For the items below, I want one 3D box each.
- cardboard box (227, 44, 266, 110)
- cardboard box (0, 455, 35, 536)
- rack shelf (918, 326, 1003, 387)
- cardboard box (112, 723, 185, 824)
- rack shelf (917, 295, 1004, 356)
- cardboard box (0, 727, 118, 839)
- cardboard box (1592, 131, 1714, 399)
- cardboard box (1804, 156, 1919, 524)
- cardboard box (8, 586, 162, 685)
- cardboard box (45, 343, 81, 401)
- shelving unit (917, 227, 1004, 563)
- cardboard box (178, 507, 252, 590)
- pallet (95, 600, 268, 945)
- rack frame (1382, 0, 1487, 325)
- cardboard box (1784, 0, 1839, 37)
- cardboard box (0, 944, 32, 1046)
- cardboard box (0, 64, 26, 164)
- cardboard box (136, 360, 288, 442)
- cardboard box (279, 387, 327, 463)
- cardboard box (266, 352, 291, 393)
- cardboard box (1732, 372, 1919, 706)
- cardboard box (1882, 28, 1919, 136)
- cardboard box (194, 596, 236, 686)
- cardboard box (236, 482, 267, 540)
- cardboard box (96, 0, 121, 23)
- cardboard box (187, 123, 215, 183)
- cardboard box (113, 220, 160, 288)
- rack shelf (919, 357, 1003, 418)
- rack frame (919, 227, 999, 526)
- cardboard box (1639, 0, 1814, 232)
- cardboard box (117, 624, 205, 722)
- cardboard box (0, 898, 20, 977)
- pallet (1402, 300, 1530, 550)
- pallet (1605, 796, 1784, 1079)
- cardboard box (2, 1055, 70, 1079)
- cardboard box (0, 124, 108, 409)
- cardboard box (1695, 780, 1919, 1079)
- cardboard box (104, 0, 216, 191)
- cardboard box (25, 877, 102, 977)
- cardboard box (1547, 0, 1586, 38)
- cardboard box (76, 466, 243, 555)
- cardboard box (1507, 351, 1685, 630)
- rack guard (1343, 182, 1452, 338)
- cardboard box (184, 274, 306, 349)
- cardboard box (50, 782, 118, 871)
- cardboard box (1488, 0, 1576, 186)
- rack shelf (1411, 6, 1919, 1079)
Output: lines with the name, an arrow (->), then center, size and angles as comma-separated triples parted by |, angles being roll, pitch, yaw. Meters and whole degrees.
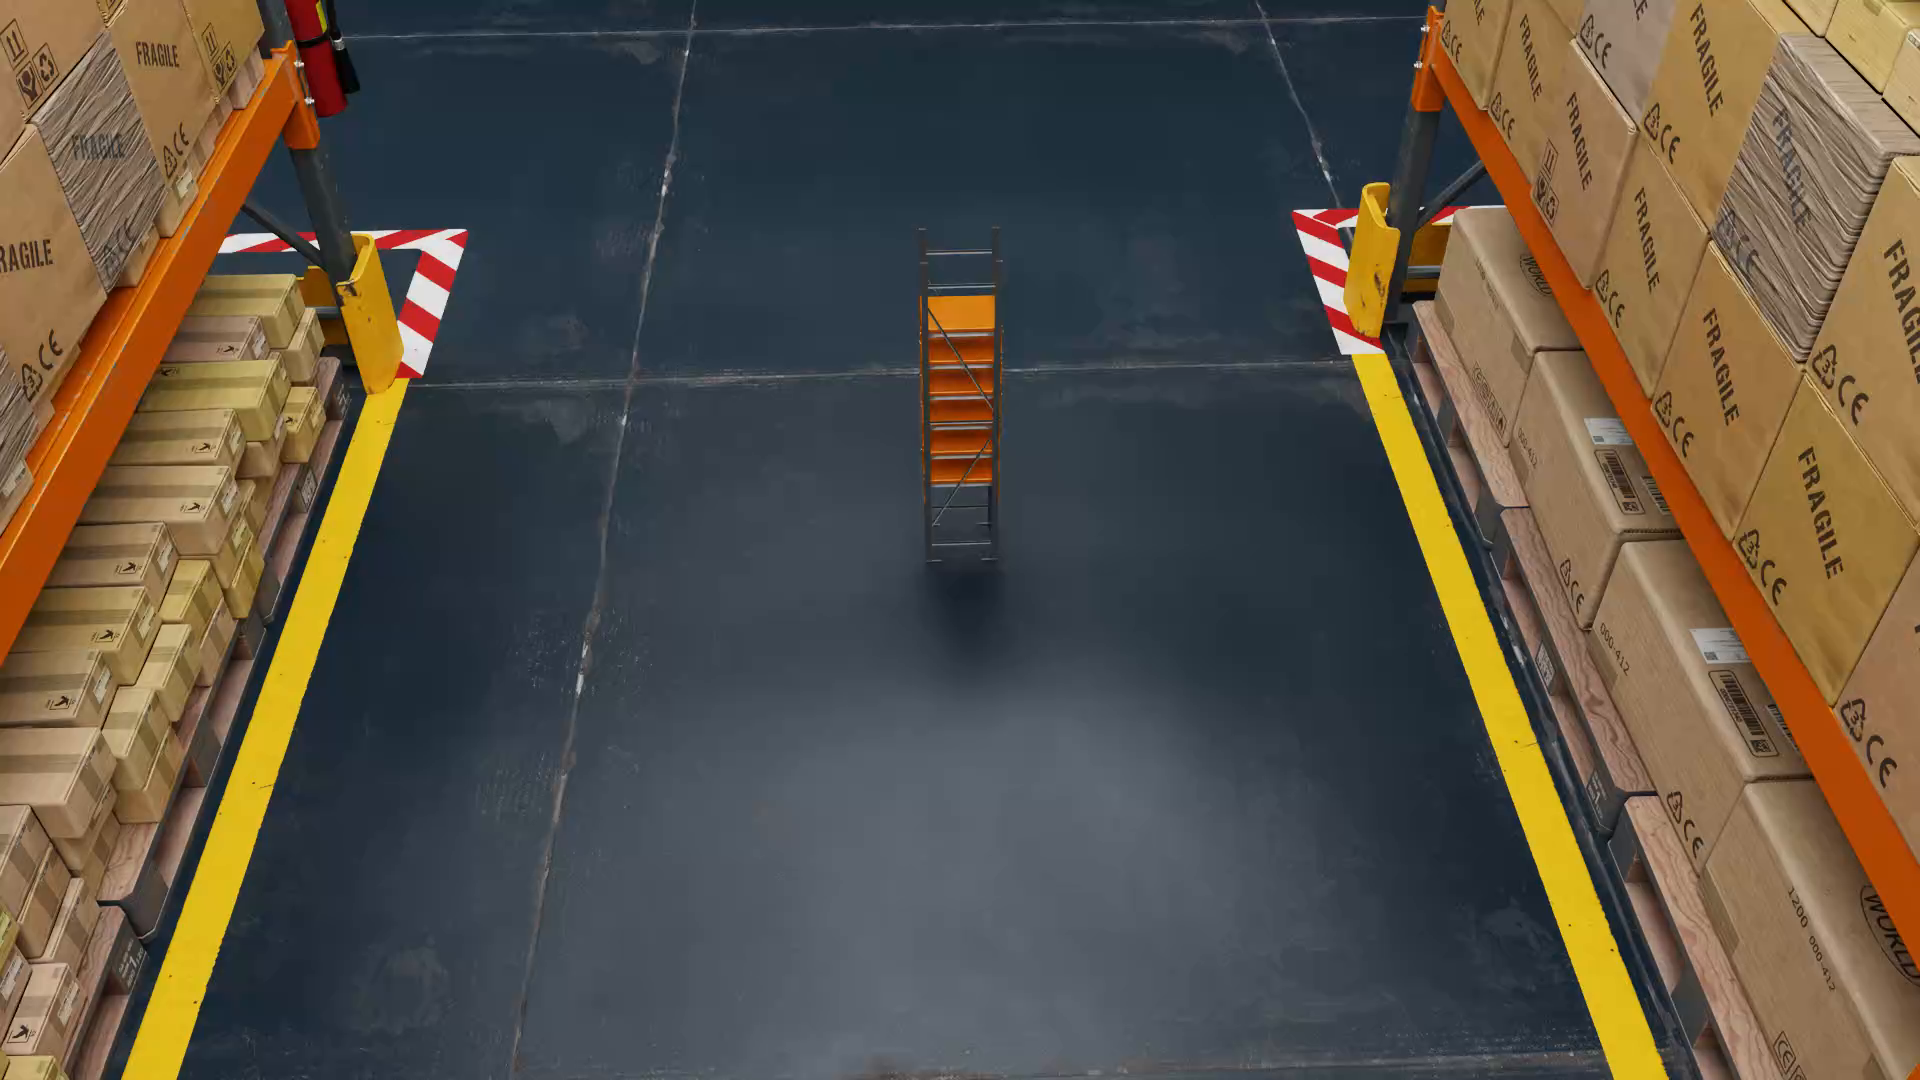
cardboard box -> -2.482, -1.510, 5.364 | 0.380, 0.149, 0.250 | -2, 43, -2
cardboard box -> -2.398, -0.110, 3.836 | 0.380, 0.149, 0.250 | 0, 43, 0
rack shelf -> 0.001, -0.577, 5.202 | 0.258, 0.103, 0.180 | -2, 43, -2
cardboard box -> -2.398, 0.652, 4.618 | 0.380, 0.149, 0.250 | -3, 43, -3
rack shelf -> 0.001, -0.665, 5.121 | 0.258, 0.103, 0.180 | -2, 43, -2
cardboard box -> -2.391, 0.617, 4.216 | 0.380, 0.149, 0.250 | -1, 43, -1
cardboard box -> 1.988, -0.708, 4.228 | 0.500, 0.500, 0.500 | 0, 43, 0
cardboard box -> 2.024, -0.384, 3.135 | 0.500, 0.500, 0.500 | -2, 43, -2
cardboard box -> -2.457, 0.268, 4.597 | 0.380, 0.149, 0.250 | -1, 43, -2
cardboard box -> -2.487, -0.460, 4.217 | 0.380, 0.149, 0.250 | -1, 43, -1
shelving unit -> 0.001, -0.433, 5.334 | 0.258, 1.200, 0.189 | -2, 43, -2
cardboard box -> -2.412, 0.020, 5.088 | 0.380, 0.149, 0.250 | -1, 43, -1
pallet -> -2.727, 0.635, 4.901 | 1.003, 0.211, 1.213 | -2, 43, -2
rack frame -> 2.163, -2.025, 5.740 | 1.000, 3.000, 0.127 | -2, 43, -2
cardboard box -> 1.986, -1.199, 3.544 | 0.380, 0.149, 0.250 | -2, 43, -2
cardboard box -> -2.451, 1.086, 3.924 | 0.380, 0.149, 0.250 | -2, 43, -2
cardboard box -> -2.432, -0.978, 3.563 | 0.500, 0.500, 0.500 | -3, 43, -3
cardboard box -> -2.411, -0.446, 5.375 | 0.380, 0.149, 0.250 | -3, 43, -3
cardboard box -> -2.435, -0.399, 5.764 | 0.380, 0.149, 0.250 | 0, 43, 0
cardboard box -> -2.513, -0.502, 5.657 | 0.380, 0.149, 0.250 | -3, 43, -3
cardboard box -> 2.031, -0.015, 3.472 | 0.500, 0.500, 0.500 | -3, 43, -3
cardboard box -> 2.023, -0.856, 3.170 | 0.380, 0.149, 0.250 | -2, 43, -2
cardboard box -> -2.421, 0.304, 4.998 | 0.380, 0.149, 0.250 | -1, 43, -1
cardboard box -> -2.486, -0.052, 5.385 | 0.380, 0.149, 0.250 | -1, 43, -1
cardboard box -> -2.489, -1.686, 4.336 | 0.500, 0.500, 0.500 | -3, 43, -3
cardboard box -> -2.483, -1.173, 4.995 | 0.380, 0.149, 0.250 | -2, 43, -2
cardboard box -> -2.467, -0.822, 4.613 | 0.380, 0.149, 0.250 | -3, 43, -4
rack shelf -> 0.001, -0.488, 5.283 | 0.258, 0.103, 0.180 | -2, 43, -2
rack frame -> -0.003, -0.494, 5.401 | 0.240, 1.200, 0.006 | -2, 43, -2
cardboard box -> 1.980, -1.066, 3.879 | 0.500, 0.500, 0.500 | -1, 43, -2
cardboard box -> -2.380, 0.378, 4.696 | 0.380, 0.149, 0.250 | -1, 43, -1
cardboard box -> -2.428, 0.967, 3.834 | 0.380, 0.149, 0.250 | -2, 43, -2
pallet -> 2.275, -0.460, 6.095 | 1.003, 0.211, 1.213 | -2, 43, -2
pallet -> 2.379, 1.187, 4.298 | 1.003, 0.211, 1.213 | -2, 43, -2
cardboard box -> -2.314, 1.347, 3.860 | 0.380, 0.149, 0.250 | 0, 43, -1
cardboard box -> -2.443, -0.639, 3.933 | 0.500, 0.500, 0.500 | 0, 43, 0
cardboard box -> 2.414, 1.038, 3.983 | 0.875, 0.438, 0.875 | -2, 43, -2
cardboard box -> -2.485, -1.318, 4.674 | 0.500, 0.500, 0.500 | -2, 43, -2
cardboard box -> -2.437, 1.011, 4.227 | 0.380, 0.149, 0.250 | -2, 43, -3
cardboard box -> 1.928, -1.750, 4.625 | 0.500, 0.500, 0.500 | -3, 43, -3
cardboard box -> -2.396, -0.089, 4.986 | 0.380, 0.149, 0.250 | 0, 43, 0
cardboard box -> 2.339, -0.175, 5.307 | 0.875, 0.438, 0.875 | -1, 43, -1
rack guard -> 2.162, -1.120, 6.602 | 1.175, 0.500, 0.348 | -2, 43, -2
cardboard box -> -2.502, -0.788, 5.749 | 0.380, 0.149, 0.250 | -1, 43, -1
cardboard box -> -2.447, 0.718, 4.326 | 0.380, 0.149, 0.250 | 0, 43, 0
cardboard box -> 1.946, -1.389, 4.972 | 0.500, 0.500, 0.500 | -2, 43, -2
rack shelf -> 2.248, -0.410, 4.510 | 1.077, 0.370, 4.000 | -2, 43, -2
